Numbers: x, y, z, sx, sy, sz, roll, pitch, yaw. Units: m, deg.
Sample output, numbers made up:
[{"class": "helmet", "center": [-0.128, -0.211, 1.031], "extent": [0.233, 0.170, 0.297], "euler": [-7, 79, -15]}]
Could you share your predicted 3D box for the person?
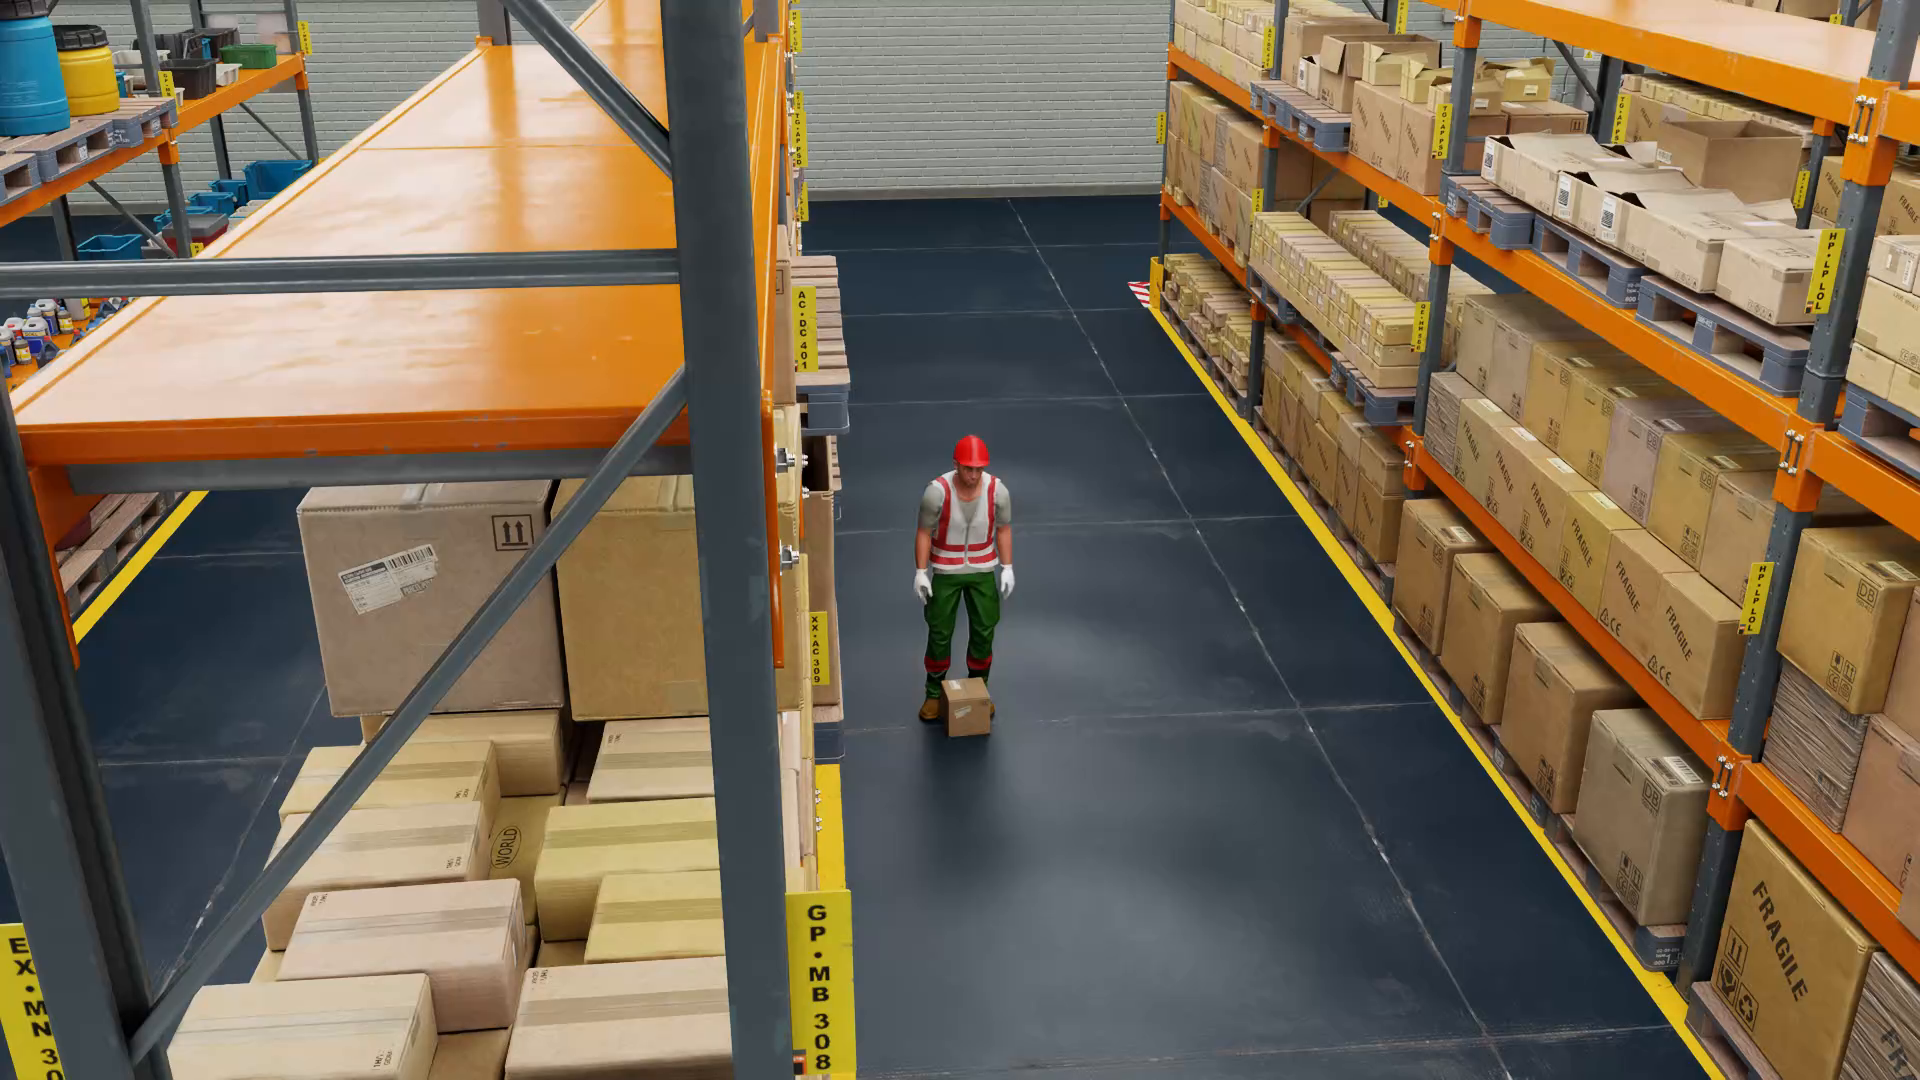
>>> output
[{"class": "person", "center": [0.026, 0.208, 9.835], "extent": [0.614, 1.778, 0.452], "euler": [-4, 24, -8]}]
